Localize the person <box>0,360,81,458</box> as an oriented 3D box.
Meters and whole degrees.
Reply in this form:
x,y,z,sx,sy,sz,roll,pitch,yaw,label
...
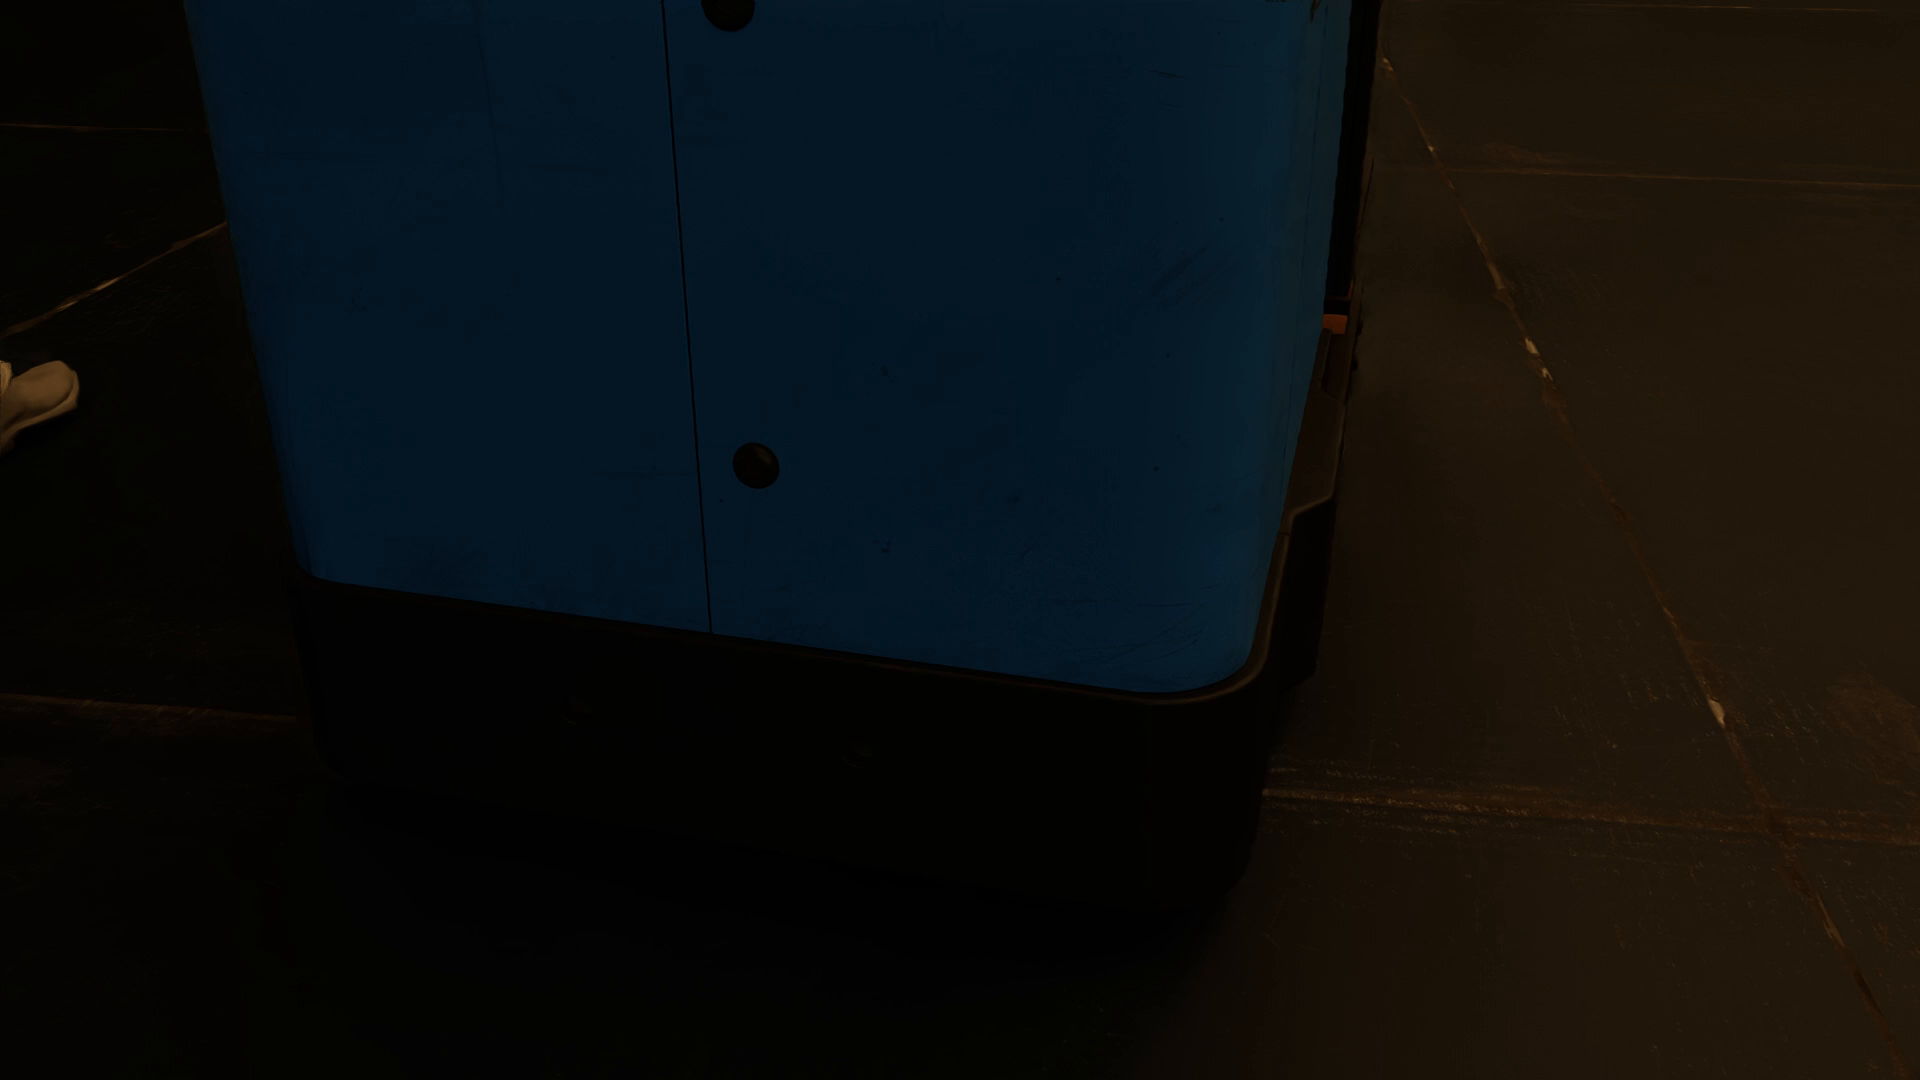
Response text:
x,y,z,sx,sy,sz,roll,pitch,yaw,label
-2.199,-0.799,2.343,1.162,1.583,1.010,8,28,16,person

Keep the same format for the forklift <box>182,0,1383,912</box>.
x,y,z,sx,sy,sz,roll,pitch,yaw,label
0.144,-1.588,2.400,1.130,2.935,3.031,7,27,13,forklift
